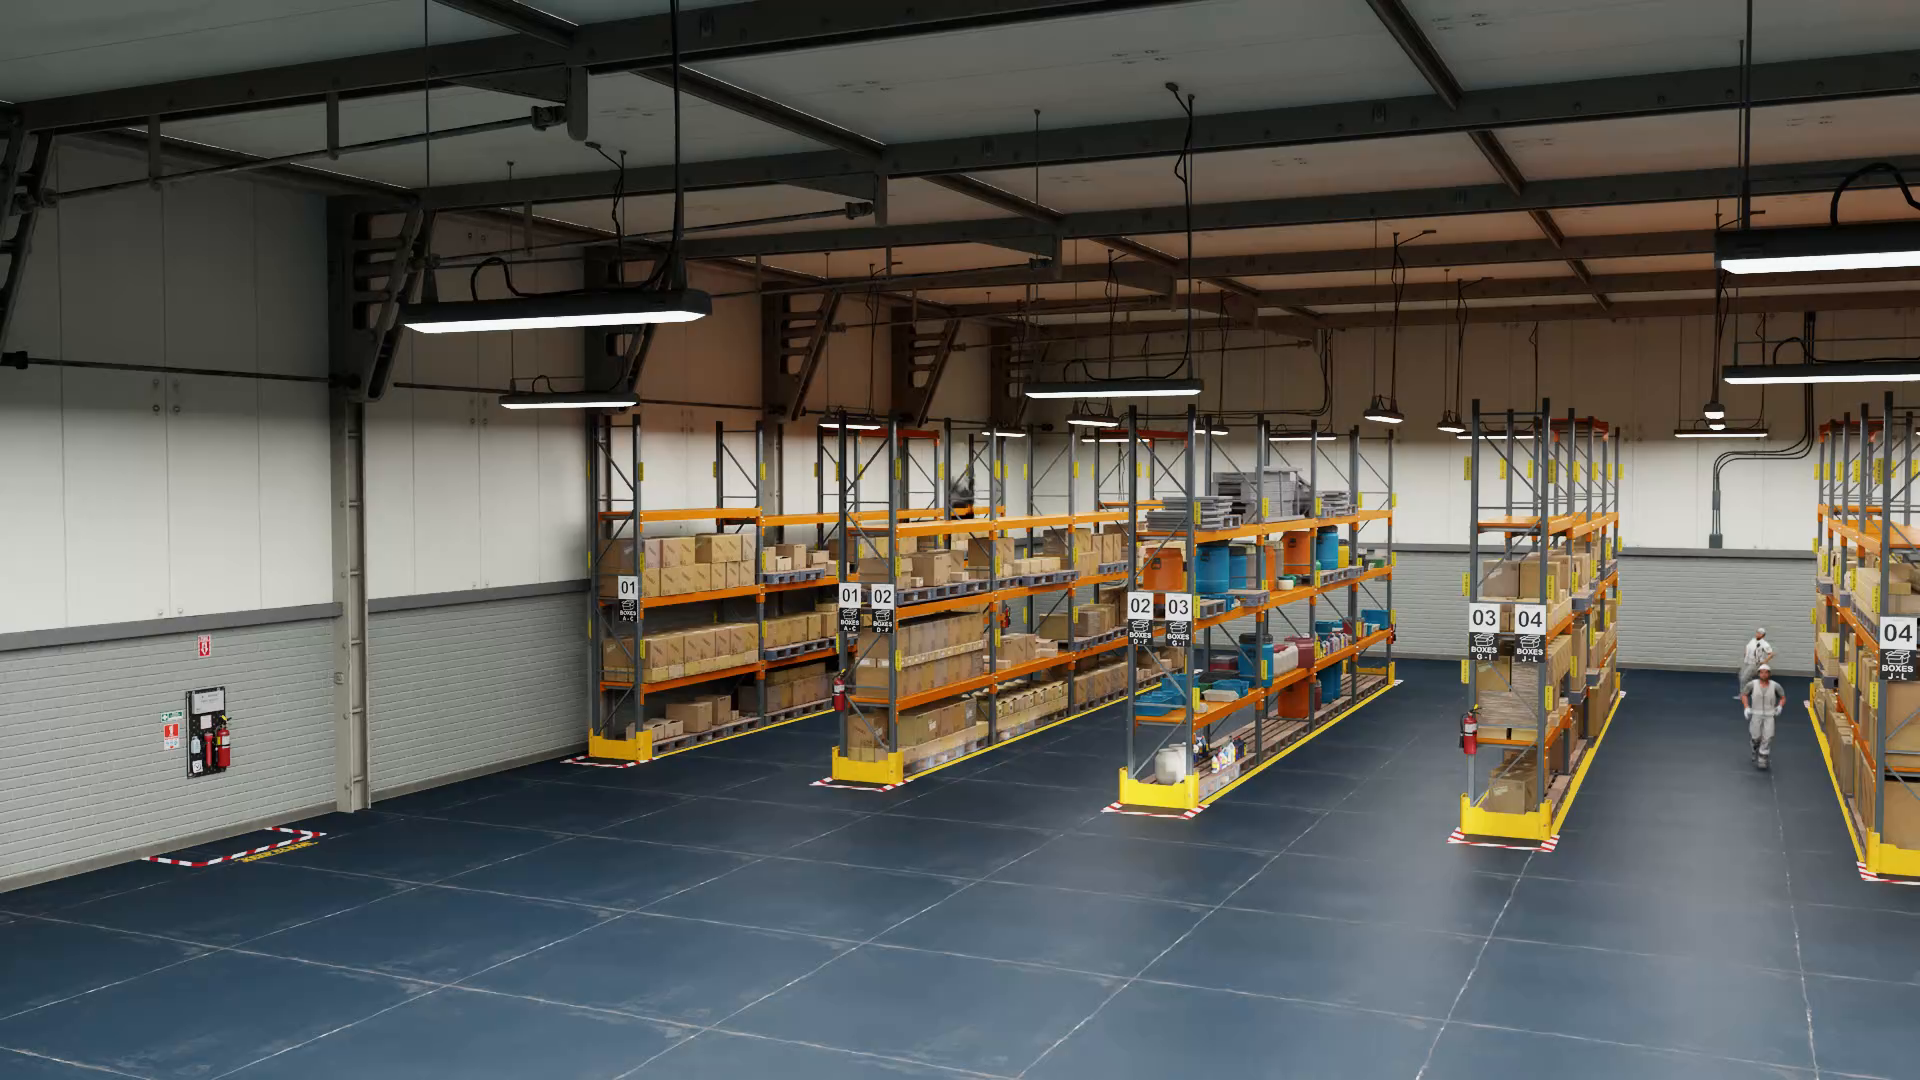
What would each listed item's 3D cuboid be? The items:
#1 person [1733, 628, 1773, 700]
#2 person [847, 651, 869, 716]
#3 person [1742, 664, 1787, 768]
[{"bbox_3d":[17.291,2.711,36.260,0.690,1.584,0.674,0,2,-11],"label":"person"},{"bbox_3d":[-1.818,2.892,30.235,0.727,1.758,0.741,1,3,26],"label":"person"},{"bbox_3d":[13.593,2.972,28.105,0.673,1.752,0.590,1,3,23],"label":"person"}]
